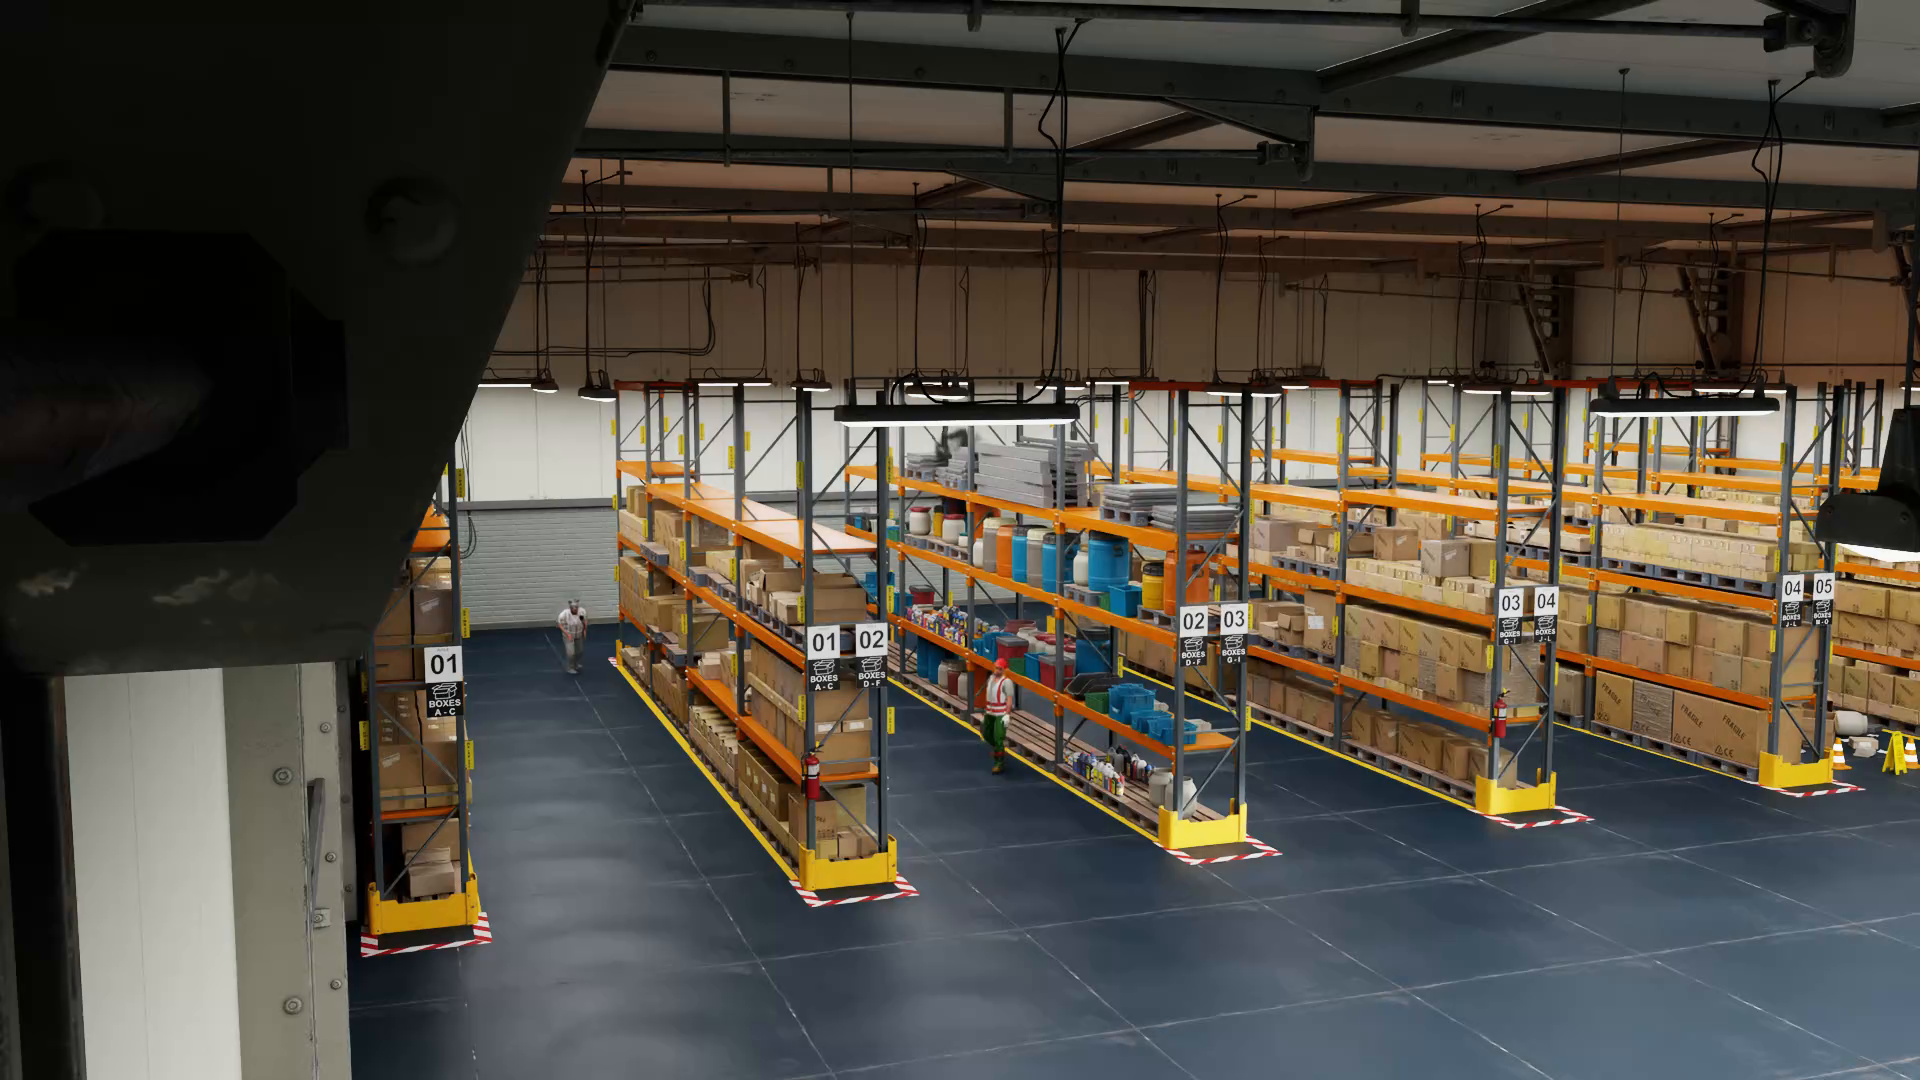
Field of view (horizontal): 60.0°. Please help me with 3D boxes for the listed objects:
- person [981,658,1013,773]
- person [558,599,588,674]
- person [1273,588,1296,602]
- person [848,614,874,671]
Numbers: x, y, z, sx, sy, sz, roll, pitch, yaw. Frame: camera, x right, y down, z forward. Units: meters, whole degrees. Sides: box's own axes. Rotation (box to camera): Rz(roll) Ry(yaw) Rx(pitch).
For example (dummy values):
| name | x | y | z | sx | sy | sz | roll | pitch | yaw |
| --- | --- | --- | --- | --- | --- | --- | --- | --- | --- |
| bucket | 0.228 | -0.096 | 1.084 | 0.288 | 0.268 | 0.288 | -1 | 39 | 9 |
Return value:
| name | x | y | z | sx | sy | sz | roll | pitch | yaw |
| --- | --- | --- | --- | --- | --- | --- | --- | --- | --- |
| person | 0.586 | 2.700 | 25.991 | 0.752 | 1.769 | 0.640 | 6 | 8 | 44 |
| person | -7.926 | 1.949 | 34.017 | 0.688 | 1.589 | 0.915 | -5 | 8 | -37 |
| person | 8.201 | 0.995 | 42.440 | 0.834 | 1.673 | 0.617 | -4 | 7 | -34 |
| person | -1.992 | 2.034 | 33.001 | 0.811 | 1.703 | 0.651 | 3 | 7 | 23 |
